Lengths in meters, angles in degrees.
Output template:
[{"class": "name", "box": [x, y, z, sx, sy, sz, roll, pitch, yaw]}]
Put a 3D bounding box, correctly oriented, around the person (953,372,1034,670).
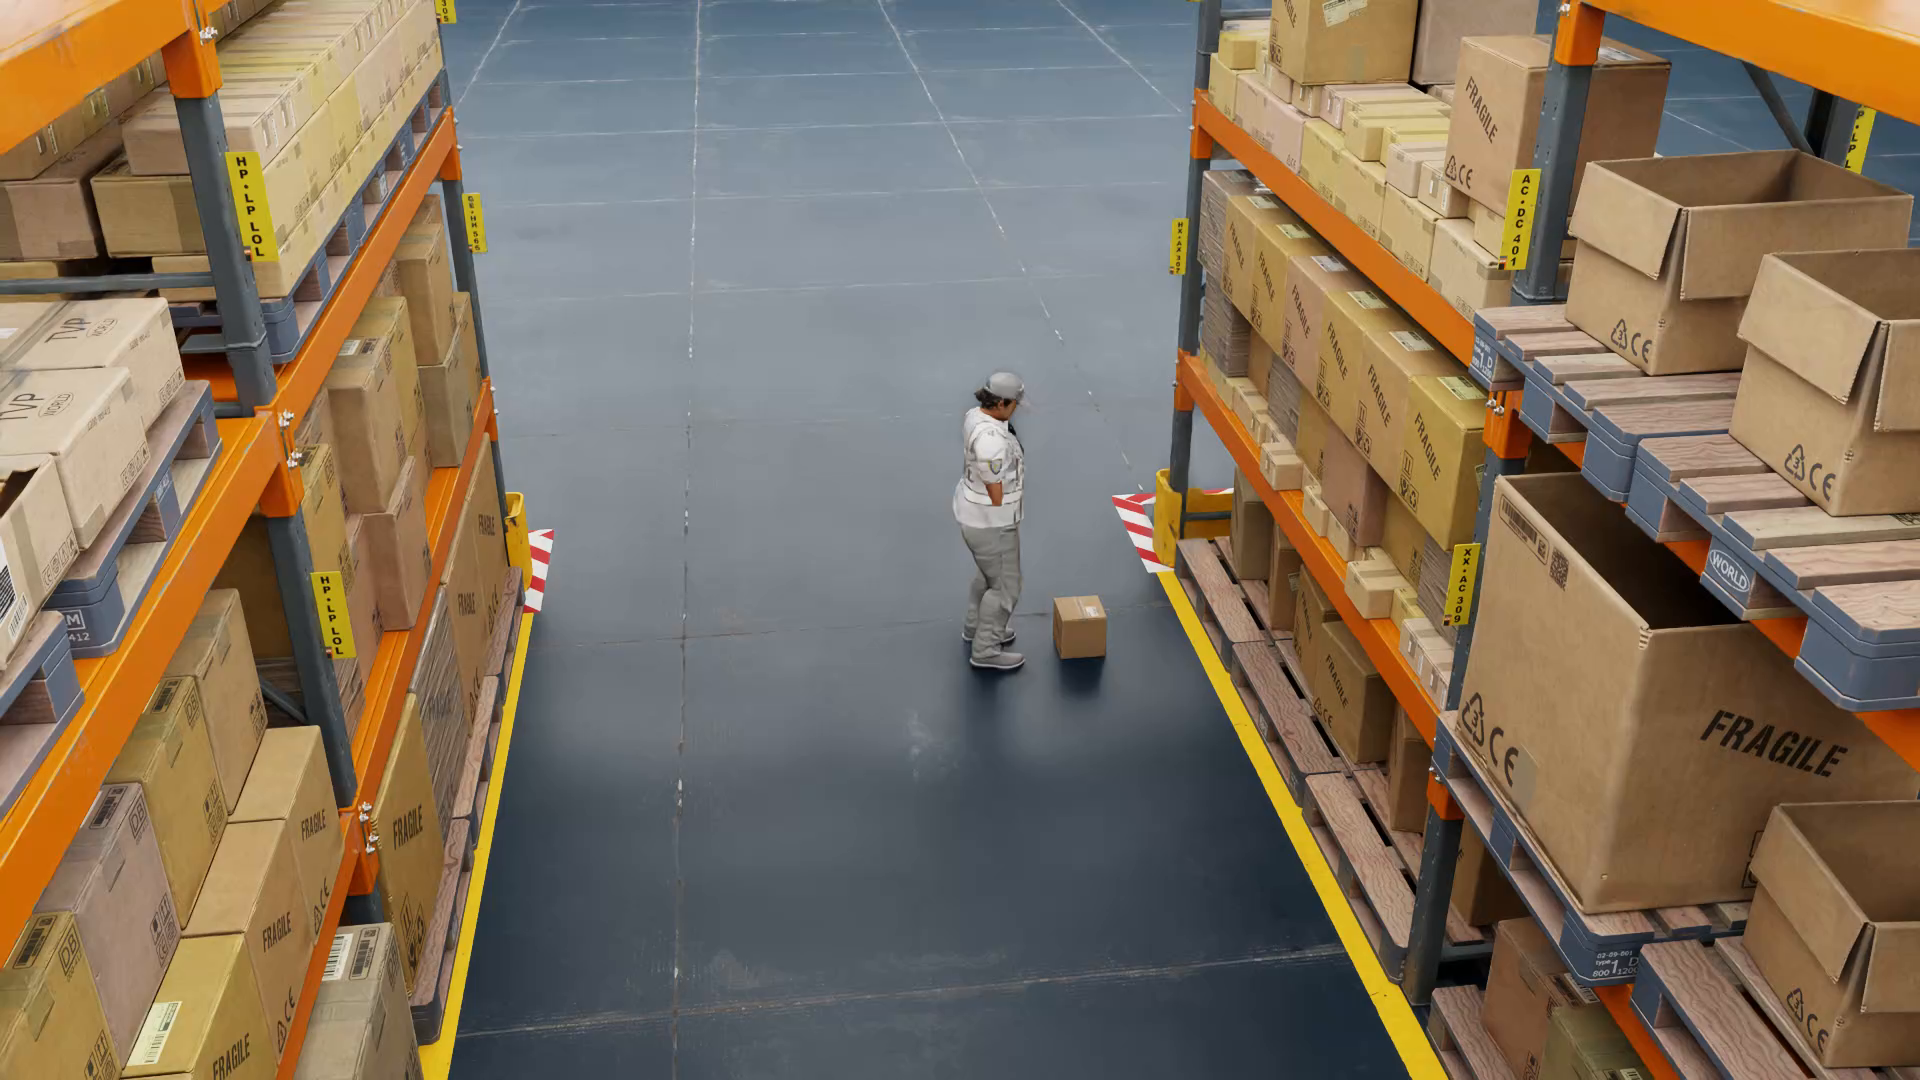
[{"class": "person", "box": [0.174, -0.120, 8.880, 0.419, 1.646, 0.480, -3, 27, -6]}]
